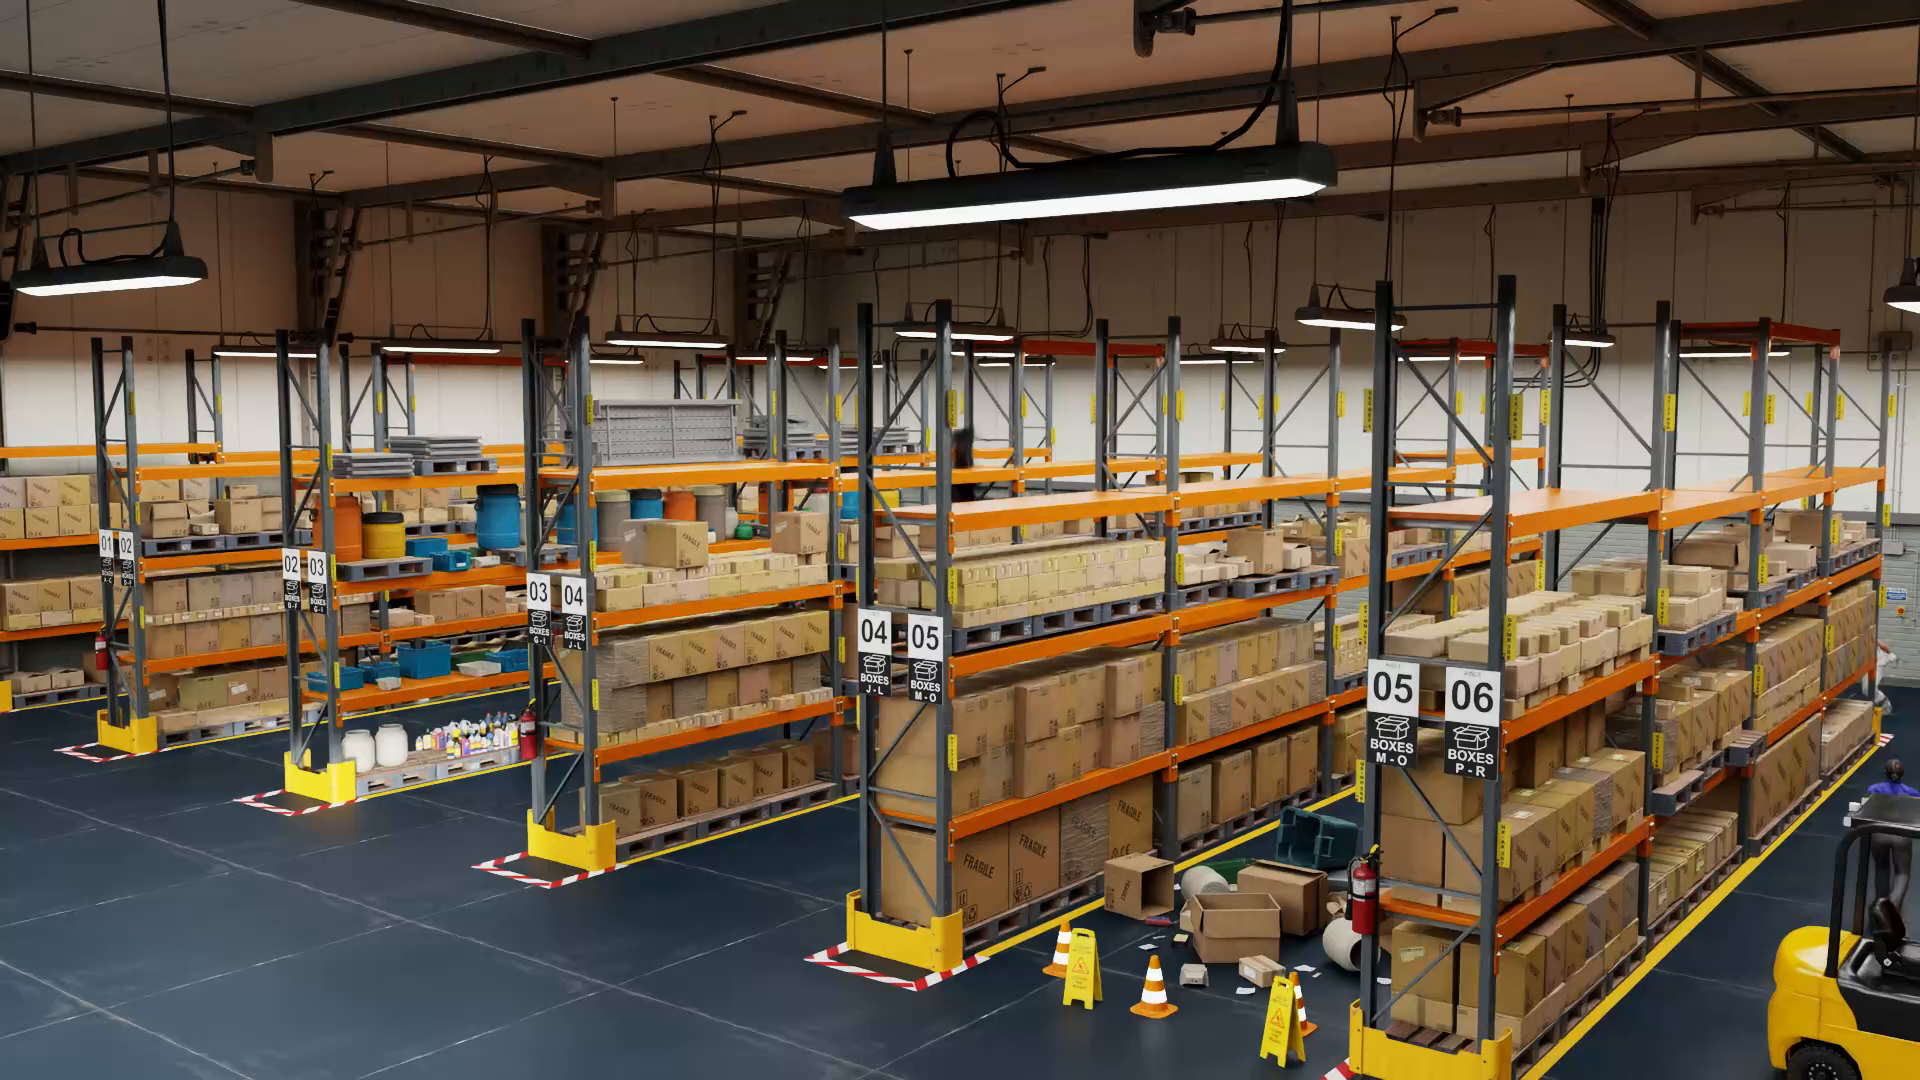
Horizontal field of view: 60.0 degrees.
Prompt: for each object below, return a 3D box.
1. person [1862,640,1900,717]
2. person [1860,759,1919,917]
[{"bbox_3d":[4.805,1.672,31.600,20.794,1.505,9.652,0,5,2],"label":"person"},{"bbox_3d":[9.085,2.932,16.234,0.575,1.622,0.866,3,6,34],"label":"person"}]
